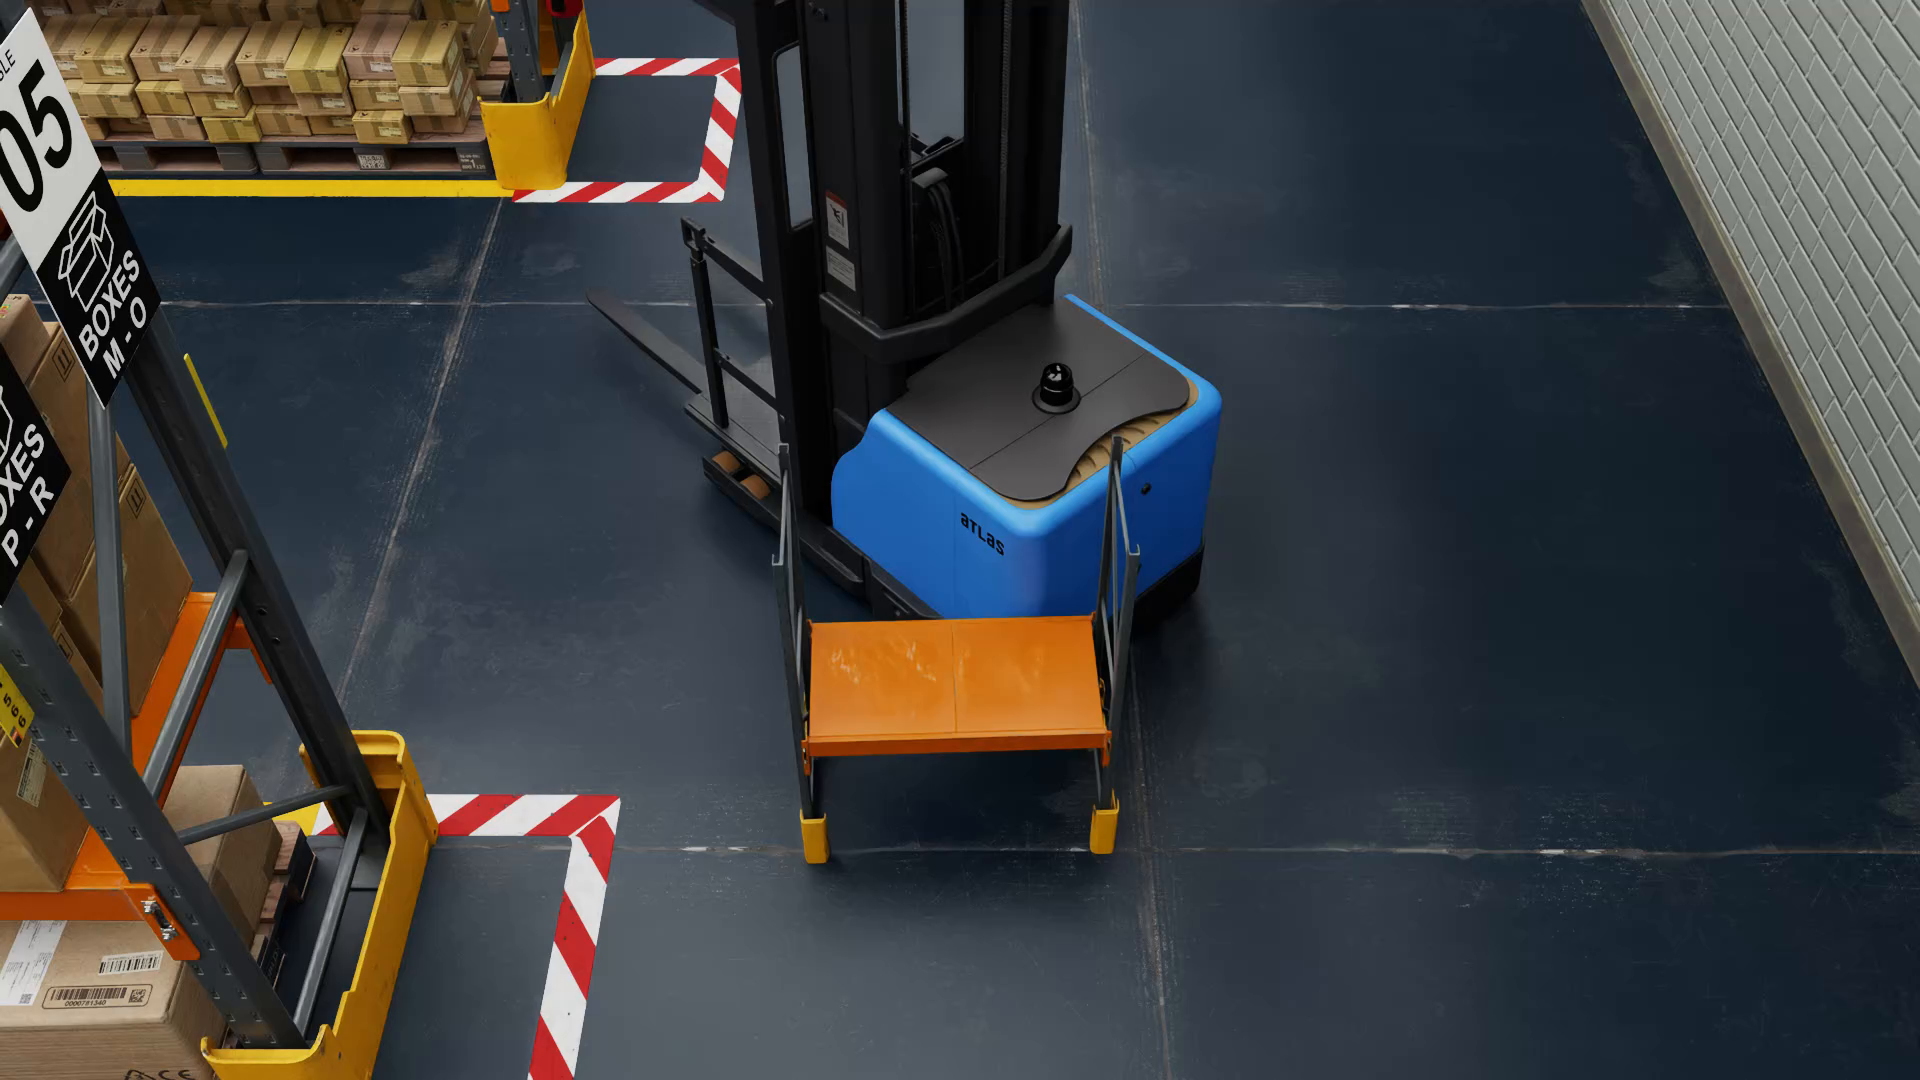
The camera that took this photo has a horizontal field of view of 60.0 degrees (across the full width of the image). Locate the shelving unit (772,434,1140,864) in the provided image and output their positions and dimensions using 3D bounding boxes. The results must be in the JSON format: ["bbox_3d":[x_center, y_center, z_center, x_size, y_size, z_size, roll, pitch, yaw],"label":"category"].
[{"bbox_3d":[-0.010,0.385,5.448,1.083,1.500,0.587,-2,47,-1],"label":"shelving unit"}]

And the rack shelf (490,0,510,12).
[{"bbox_3d":[-4.122,-2.999,8.065,4.000,0.370,1.077,0,47,0],"label":"rack shelf"}]

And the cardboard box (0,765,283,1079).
[{"bbox_3d":[-2.700,1.186,5.141,0.875,0.438,0.875,-1,47,-1],"label":"cardboard box"}]

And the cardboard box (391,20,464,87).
[{"bbox_3d":[-2.653,-2.429,8.297,0.250,0.149,0.380,1,47,1],"label":"cardboard box"}]

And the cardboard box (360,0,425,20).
[{"bbox_3d":[-2.921,-2.776,8.620,0.250,0.149,0.380,1,47,1],"label":"cardboard box"}]

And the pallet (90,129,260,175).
[{"bbox_3d":[-4.228,-2.322,8.848,1.213,0.211,1.003,0,47,0],"label":"pallet"}]

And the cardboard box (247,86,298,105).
[{"bbox_3d":[-3.439,-2.381,8.455,0.250,0.149,0.380,0,47,0],"label":"cardboard box"}]

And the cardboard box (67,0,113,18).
[{"bbox_3d":[-4.461,-2.864,8.702,0.250,0.149,0.380,-1,47,-1],"label":"cardboard box"}]

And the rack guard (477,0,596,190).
[{"bbox_3d":[-2.198,-2.387,8.711,0.348,0.500,1.175,0,47,0],"label":"rack guard"}]

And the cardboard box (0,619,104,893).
[{"bbox_3d":[-2.523,0.543,4.208,0.500,0.500,0.500,0,47,0],"label":"cardboard box"}]

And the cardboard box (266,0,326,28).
[{"bbox_3d":[-3.421,-2.811,8.652,0.250,0.149,0.380,-2,47,-2],"label":"cardboard box"}]

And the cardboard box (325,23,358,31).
[{"bbox_3d":[-3.164,-2.679,8.733,0.250,0.149,0.380,1,47,1],"label":"cardboard box"}]

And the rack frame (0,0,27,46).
[{"bbox_3d":[-2.040,-1.659,2.227,0.127,3.000,1.000,0,47,0],"label":"rack frame"}]

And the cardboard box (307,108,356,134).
[{"bbox_3d":[-3.171,-2.250,8.536,0.250,0.149,0.380,0,47,0],"label":"cardboard box"}]

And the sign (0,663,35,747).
[{"bbox_3d":[-2.056,0.307,3.543,0.005,0.325,0.100,0,47,0],"label":"sign"}]

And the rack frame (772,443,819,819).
[{"bbox_3d":[-0.527,0.400,5.434,0.032,1.500,0.500,-2,47,-1],"label":"rack frame"}]

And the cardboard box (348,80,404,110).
[{"bbox_3d":[-2.912,-2.345,8.421,0.250,0.149,0.380,-1,47,-1],"label":"cardboard box"}]

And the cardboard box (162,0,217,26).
[{"bbox_3d":[-3.961,-2.852,8.691,0.250,0.149,0.380,1,47,1],"label":"cardboard box"}]

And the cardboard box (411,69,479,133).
[{"bbox_3d":[-2.650,-2.259,8.545,0.250,0.149,0.380,1,47,1],"label":"cardboard box"}]

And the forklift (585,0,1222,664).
[{"bbox_3d":[-0.430,-1.334,6.070,1.130,2.935,3.031,-34,56,-28],"label":"forklift"}]

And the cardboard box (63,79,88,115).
[{"bbox_3d":[-4.467,-2.310,8.390,0.250,0.149,0.380,0,47,0],"label":"cardboard box"}]

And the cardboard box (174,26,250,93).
[{"bbox_3d":[-3.691,-2.387,8.257,0.250,0.149,0.380,2,47,2],"label":"cardboard box"}]

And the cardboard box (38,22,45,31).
[{"bbox_3d":[-4.735,-2.418,8.287,0.250,0.149,0.380,1,47,1],"label":"cardboard box"}]

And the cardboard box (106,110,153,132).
[{"bbox_3d":[-4.199,-2.267,8.552,0.250,0.149,0.380,1,47,1],"label":"cardboard box"}]

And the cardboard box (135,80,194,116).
[{"bbox_3d":[-3.945,-2.311,8.390,0.250,0.149,0.380,2,47,2],"label":"cardboard box"}]

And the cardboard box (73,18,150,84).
[{"bbox_3d":[-4.216,-2.449,8.315,0.250,0.149,0.380,0,47,0],"label":"cardboard box"}]

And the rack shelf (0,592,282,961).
[{"bbox_3d":[-4.040,0.624,4.692,4.000,0.370,1.077,0,47,0],"label":"rack shelf"}]

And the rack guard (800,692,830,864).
[{"bbox_3d":[-0.508,0.825,5.892,0.087,0.250,0.587,-2,47,-1],"label":"rack guard"}]

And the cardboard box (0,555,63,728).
[{"bbox_3d":[-2.523,0.183,3.860,0.500,0.500,0.500,2,47,1],"label":"cardboard box"}]

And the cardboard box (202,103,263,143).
[{"bbox_3d":[-3.673,-2.196,8.486,0.250,0.149,0.380,-2,47,-2],"label":"cardboard box"}]

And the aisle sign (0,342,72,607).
[{"bbox_3d":[-1.969,-0.274,3.260,0.004,0.787,0.394,0,47,0],"label":"aisle sign"}]

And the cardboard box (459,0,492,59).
[{"bbox_3d":[-2.645,-2.701,8.753,0.250,0.149,0.380,2,47,2],"label":"cardboard box"}]

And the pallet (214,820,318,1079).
[{"bbox_3d":[-2.840,1.390,5.393,1.213,0.211,1.003,0,47,0],"label":"pallet"}]

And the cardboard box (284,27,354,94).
[{"bbox_3d":[-3.163,-2.380,8.251,0.250,0.149,0.380,-1,47,-1],"label":"cardboard box"}]
